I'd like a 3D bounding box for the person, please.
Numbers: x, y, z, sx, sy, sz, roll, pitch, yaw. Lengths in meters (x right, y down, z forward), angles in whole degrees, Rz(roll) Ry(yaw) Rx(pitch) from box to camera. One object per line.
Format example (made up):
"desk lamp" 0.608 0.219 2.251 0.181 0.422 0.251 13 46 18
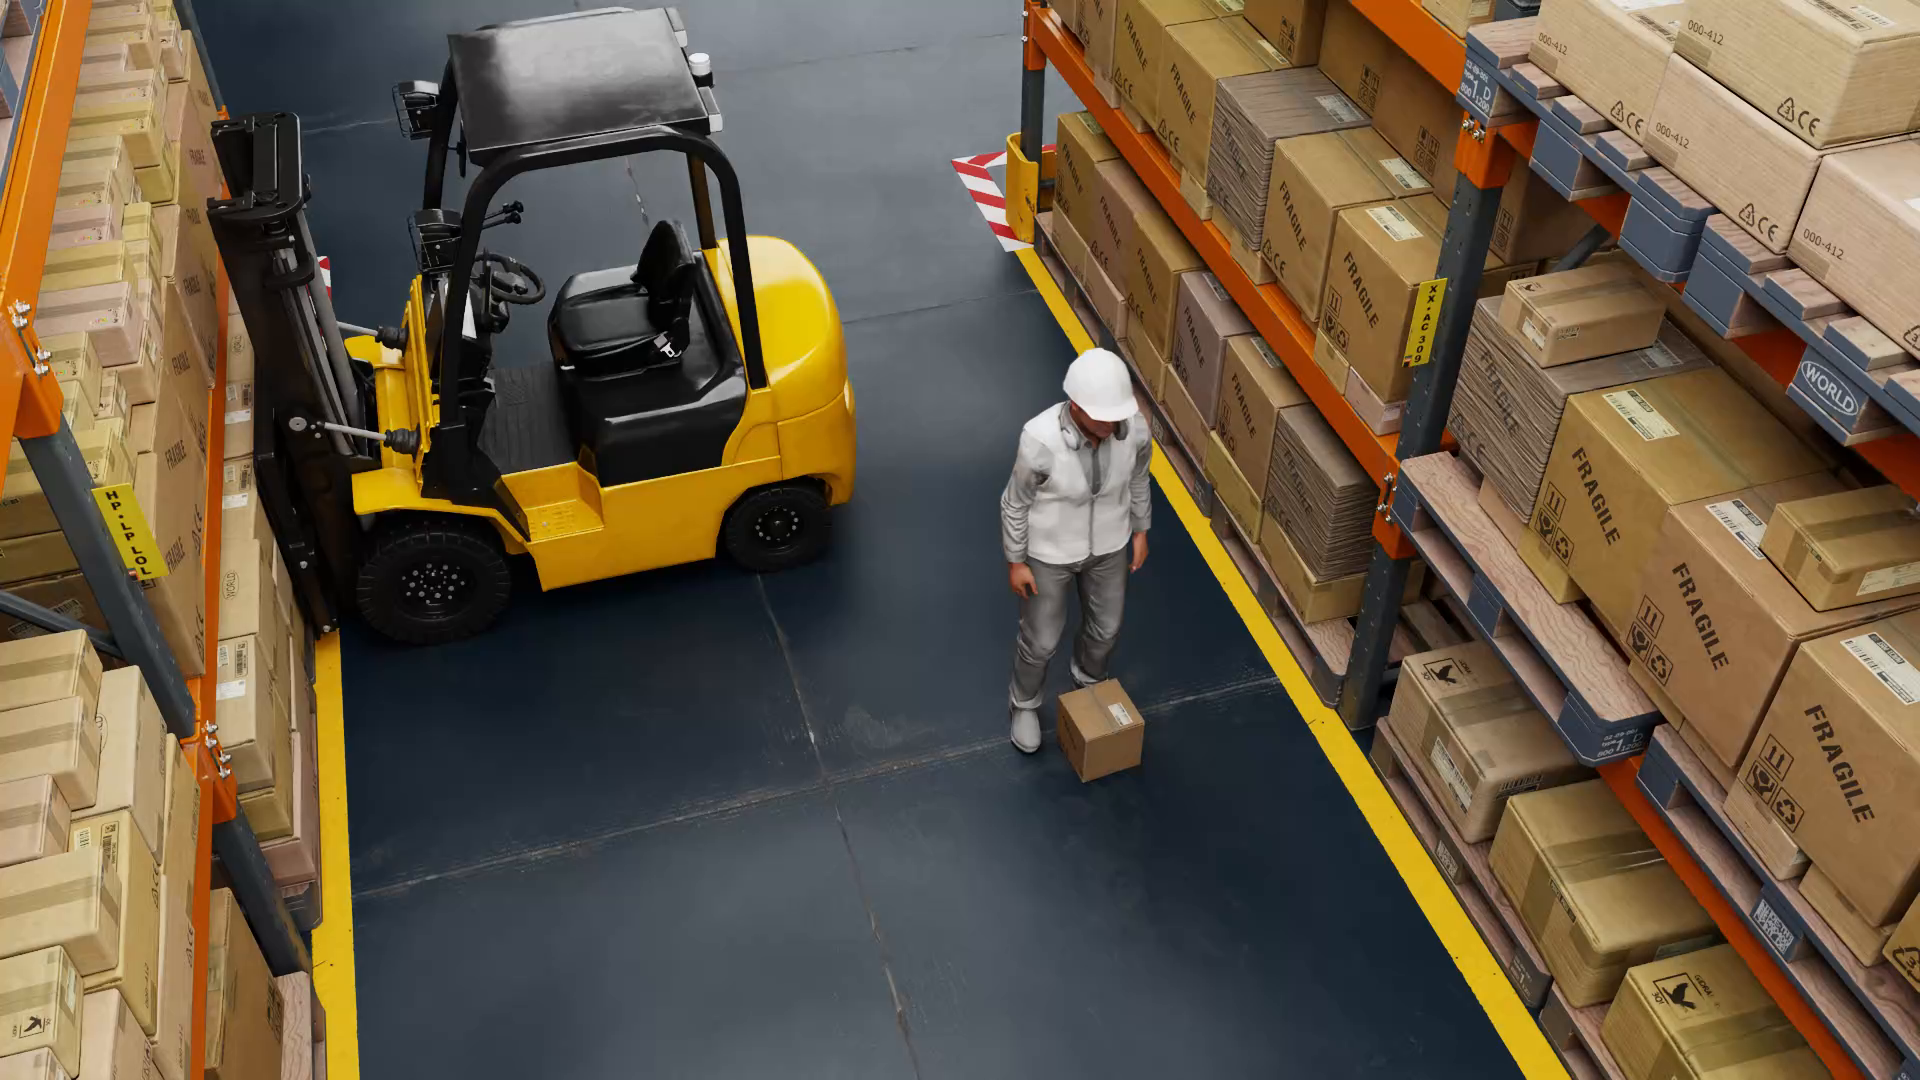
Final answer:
"person" 0.430 0.017 6.121 0.580 1.772 0.460 -14 44 -15
